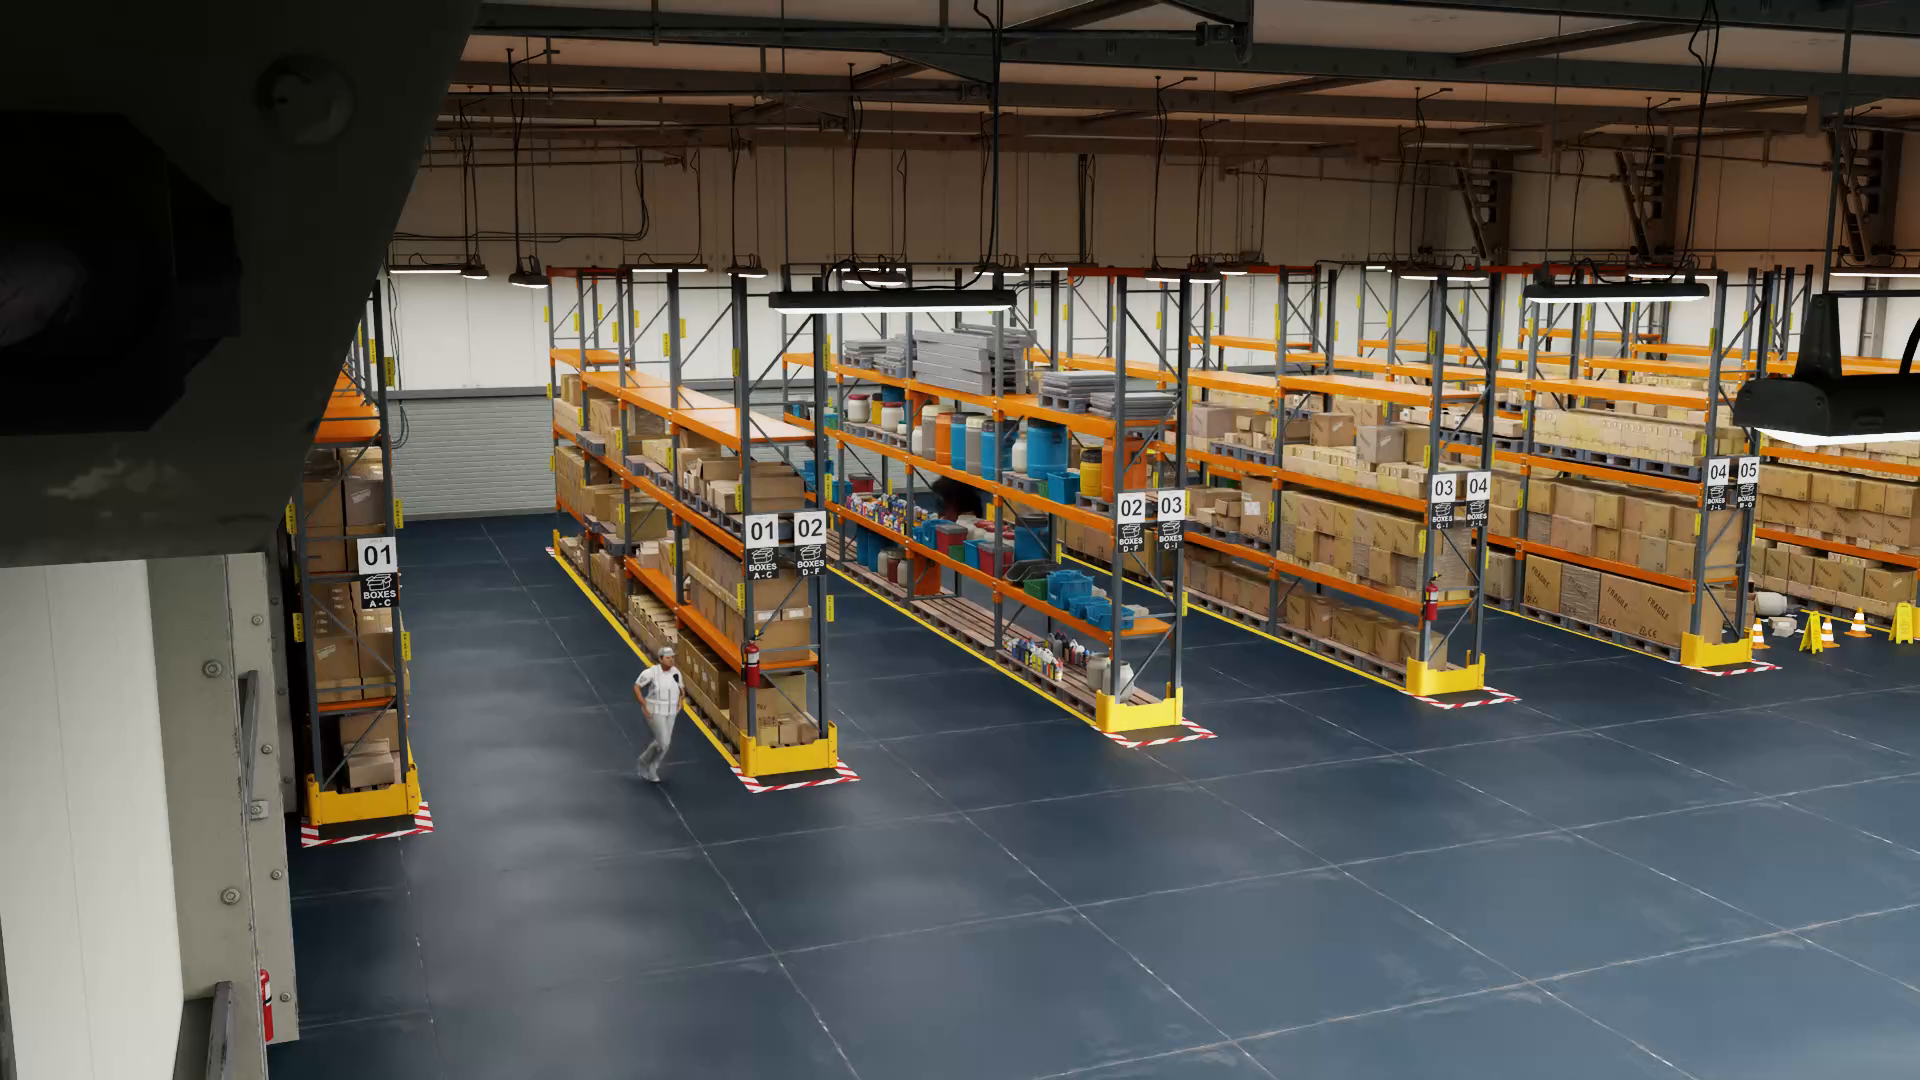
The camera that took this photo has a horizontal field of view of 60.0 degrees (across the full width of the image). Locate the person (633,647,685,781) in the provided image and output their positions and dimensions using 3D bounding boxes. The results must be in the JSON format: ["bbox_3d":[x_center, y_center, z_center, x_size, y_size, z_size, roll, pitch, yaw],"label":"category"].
[{"bbox_3d":[-3.568,2.095,20.021,0.643,1.619,0.529,-10,14,-44],"label":"person"}]

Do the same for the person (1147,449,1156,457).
[{"bbox_3d":[4.321,-1.319,39.354,0.891,1.667,0.609,-3,10,-17],"label":"person"}]

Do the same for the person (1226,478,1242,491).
[{"bbox_3d":[6.809,-1.686,41.399,0.534,1.682,0.707,9,14,43],"label":"person"}]
